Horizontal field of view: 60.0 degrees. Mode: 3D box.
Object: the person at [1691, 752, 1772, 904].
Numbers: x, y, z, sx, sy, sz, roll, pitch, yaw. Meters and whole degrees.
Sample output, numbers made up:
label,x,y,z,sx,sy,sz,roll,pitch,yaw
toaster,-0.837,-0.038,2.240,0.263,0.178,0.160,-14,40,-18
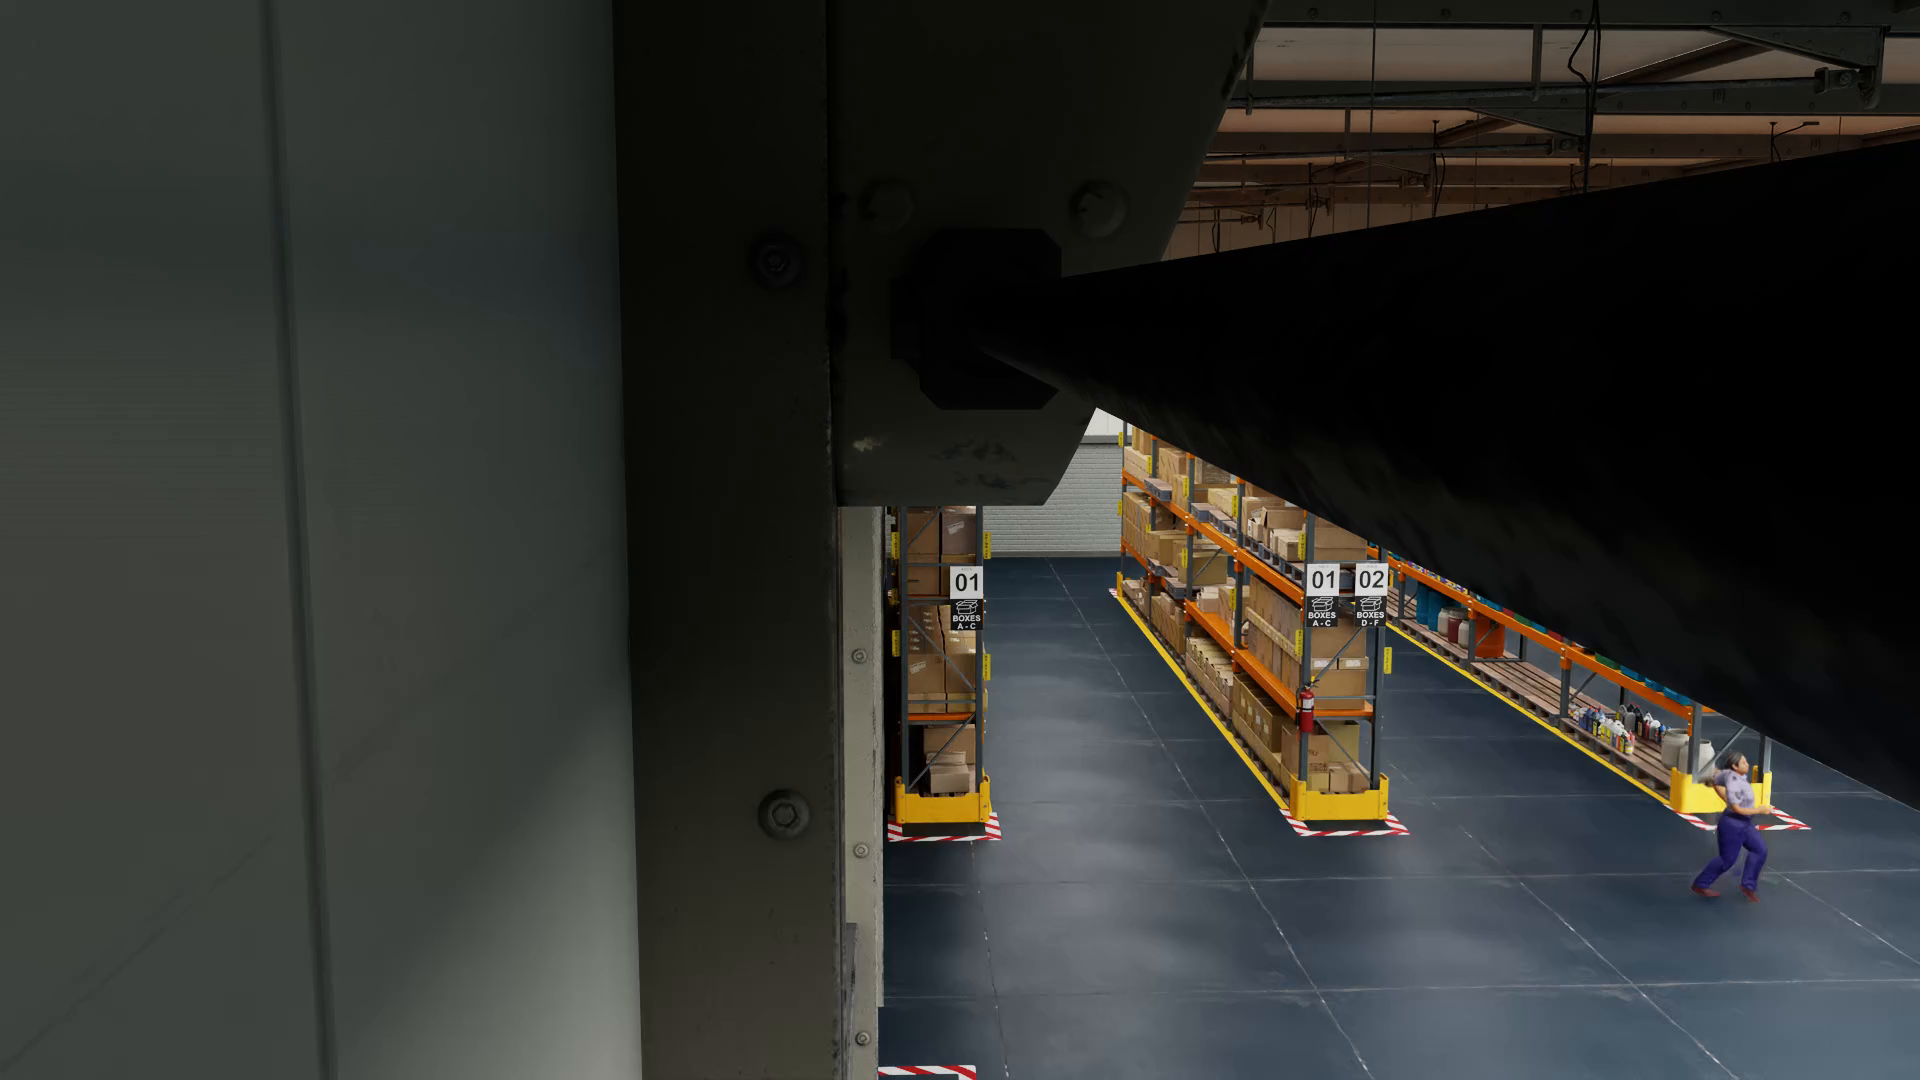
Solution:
label,x,y,z,sx,sy,sz,roll,pitch,yaw
person,8.237,3.071,17.719,0.733,1.683,0.608,4,9,29
